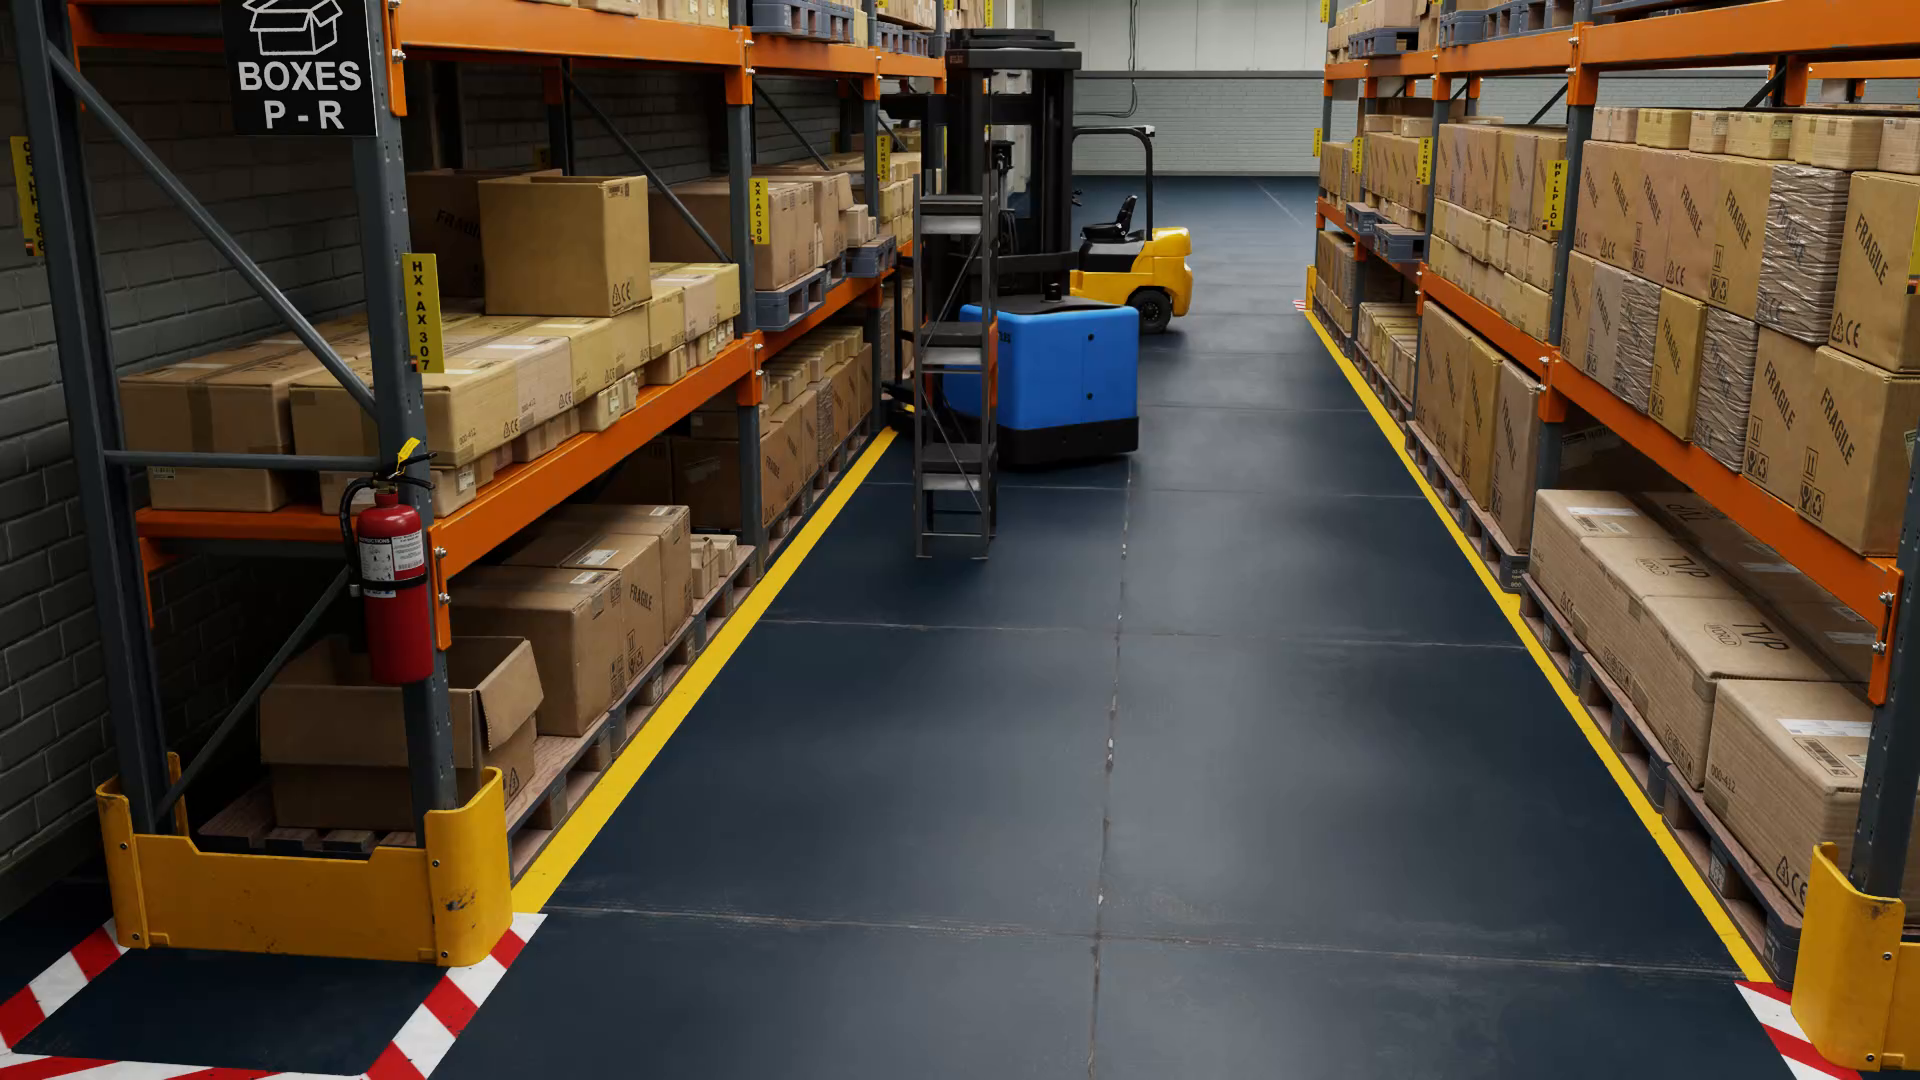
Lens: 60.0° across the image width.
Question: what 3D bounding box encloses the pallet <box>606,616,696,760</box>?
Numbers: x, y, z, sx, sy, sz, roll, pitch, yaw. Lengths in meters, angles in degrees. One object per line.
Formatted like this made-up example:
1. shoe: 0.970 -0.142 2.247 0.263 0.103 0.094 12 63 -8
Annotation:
1. pallet: -1.769 0.589 7.079 1.003 0.211 1.213 2 15 6

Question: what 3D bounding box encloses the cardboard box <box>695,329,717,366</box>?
1. cardboard box: -1.353 -0.905 7.743 0.380 0.149 0.250 2 15 8

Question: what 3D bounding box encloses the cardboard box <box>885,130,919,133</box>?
1. cardboard box: -0.654 -4.389 18.142 0.380 0.149 0.250 2 15 7

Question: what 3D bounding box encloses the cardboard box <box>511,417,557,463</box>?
1. cardboard box: -1.630 -0.371 5.770 0.380 0.149 0.250 2 15 8

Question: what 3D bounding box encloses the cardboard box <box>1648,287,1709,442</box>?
1. cardboard box: 2.883 -0.649 6.123 0.500 0.500 0.500 2 15 8

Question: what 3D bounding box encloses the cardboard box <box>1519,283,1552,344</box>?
1. cardboard box: 3.177 -1.159 8.488 0.500 0.250 0.500 1 15 5

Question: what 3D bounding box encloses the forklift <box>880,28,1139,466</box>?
1. forklift: 0.094 -2.256 12.392 1.130 2.935 3.031 -8 17 -29

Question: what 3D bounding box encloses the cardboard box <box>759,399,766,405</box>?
1. cardboard box: -1.296 -0.721 9.323 0.380 0.149 0.250 1 15 5

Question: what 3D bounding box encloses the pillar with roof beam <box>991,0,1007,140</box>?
1. pillar with roof beam: 5.133 -11.648 35.501 9.100 9.000 0.400 2 15 6

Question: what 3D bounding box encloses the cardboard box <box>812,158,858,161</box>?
1. cardboard box: -1.102 -3.275 14.592 0.380 0.149 0.250 2 15 6

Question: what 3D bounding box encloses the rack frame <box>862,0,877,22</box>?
1. rack frame: -1.104 -5.186 11.601 1.000 3.000 0.127 2 15 6

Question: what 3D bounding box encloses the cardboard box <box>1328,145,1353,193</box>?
1. cardboard box: 4.291 -4.030 18.058 0.500 0.500 0.500 1 15 5

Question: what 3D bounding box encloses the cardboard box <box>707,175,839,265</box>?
1. cardboard box: -1.131 -1.960 10.169 0.700 0.500 0.500 2 15 6

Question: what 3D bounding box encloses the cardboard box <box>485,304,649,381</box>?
1. cardboard box: -1.541 -0.792 6.560 0.500 0.250 0.500 1 15 5

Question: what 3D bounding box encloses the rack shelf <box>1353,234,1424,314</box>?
1. rack shelf: 4.054 -2.316 13.859 1.077 0.370 4.000 2 15 6

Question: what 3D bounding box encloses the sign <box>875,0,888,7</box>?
1. sign: -0.565 -3.971 11.864 0.100 0.325 0.005 2 15 6

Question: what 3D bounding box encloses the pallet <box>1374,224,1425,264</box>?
1. pallet: 3.803 -2.240 12.567 1.213 0.211 1.003 2 15 6

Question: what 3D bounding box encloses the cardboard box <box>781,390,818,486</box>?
1. cardboard box: -1.166 -0.635 10.248 0.500 0.500 0.500 1 15 5

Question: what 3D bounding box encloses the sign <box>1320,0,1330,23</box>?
1. sign: 4.192 -6.105 19.074 0.100 0.325 0.005 2 15 6

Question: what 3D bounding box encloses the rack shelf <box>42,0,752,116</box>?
1. rack shelf: -1.781 -1.834 6.331 1.077 0.370 4.000 2 15 6

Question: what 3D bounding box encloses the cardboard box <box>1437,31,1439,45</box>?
1. cardboard box: 3.675 -3.624 12.053 0.380 0.149 0.250 2 15 6

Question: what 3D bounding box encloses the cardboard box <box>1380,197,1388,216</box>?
1. cardboard box: 3.729 -2.792 13.919 0.380 0.149 0.250 2 15 8

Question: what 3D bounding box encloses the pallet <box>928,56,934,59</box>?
1. pallet: -0.442 -5.270 17.829 1.003 0.211 1.213 2 15 6

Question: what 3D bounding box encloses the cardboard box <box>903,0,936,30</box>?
1. cardboard box: -0.492 -4.788 15.052 0.500 0.311 0.500 1 15 4

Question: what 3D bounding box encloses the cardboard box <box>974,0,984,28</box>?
1. cardboard box: -0.009 -5.990 19.134 0.500 0.500 0.500 2 15 8

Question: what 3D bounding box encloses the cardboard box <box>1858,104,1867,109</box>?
1. cardboard box: 9.430 -4.033 16.474 0.875 0.550 0.550 2 15 6

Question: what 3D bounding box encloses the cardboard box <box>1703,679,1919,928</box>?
1. cardboard box: 2.901 0.790 5.097 0.875 0.438 0.875 1 15 4

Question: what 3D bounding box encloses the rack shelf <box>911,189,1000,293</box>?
1. rack shelf: -0.019 -1.633 9.050 0.431 0.518 0.480 2 15 6

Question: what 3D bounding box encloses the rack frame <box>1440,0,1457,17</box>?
1. rack frame: 3.829 -5.041 11.064 1.000 3.000 0.127 2 15 6

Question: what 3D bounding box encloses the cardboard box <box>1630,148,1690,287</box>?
1. cardboard box: 2.951 -1.258 6.462 0.500 0.500 0.500 2 15 7

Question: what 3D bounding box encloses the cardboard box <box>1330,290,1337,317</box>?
1. cardboard box: 4.192 -2.489 17.583 0.500 0.250 0.500 2 15 7

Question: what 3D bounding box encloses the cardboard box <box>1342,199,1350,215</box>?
1. cardboard box: 4.125 -3.417 17.033 0.380 0.149 0.250 1 15 5

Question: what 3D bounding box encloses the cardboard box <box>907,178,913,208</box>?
1. cardboard box: -0.644 -2.965 14.210 0.500 0.250 0.500 2 15 7

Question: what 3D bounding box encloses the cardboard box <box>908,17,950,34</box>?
1. cardboard box: -0.300 -5.013 16.192 0.380 0.149 0.250 2 15 7

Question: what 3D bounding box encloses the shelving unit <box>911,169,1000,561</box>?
1. shelving unit: -0.019 -0.971 9.229 0.431 2.100 0.503 2 15 6

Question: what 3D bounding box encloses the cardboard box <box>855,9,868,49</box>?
1. cardboard box: -0.921 -3.525 11.493 0.500 0.250 0.500 1 15 4

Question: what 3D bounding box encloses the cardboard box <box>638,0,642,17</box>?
1. cardboard box: -1.486 -2.147 6.590 0.380 0.149 0.250 2 15 7

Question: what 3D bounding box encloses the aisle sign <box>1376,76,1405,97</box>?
1. aisle sign: 5.026 -5.482 19.209 0.394 0.787 0.004 2 15 6

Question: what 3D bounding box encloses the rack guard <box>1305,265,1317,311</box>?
1. rack guard: 4.723 -2.993 19.774 1.175 0.500 0.348 2 15 6

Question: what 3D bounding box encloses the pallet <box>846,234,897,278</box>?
1. pallet: -1.111 -2.019 11.751 1.213 0.211 1.003 2 15 6

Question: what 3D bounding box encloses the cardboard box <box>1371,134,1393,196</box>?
1. cardboard box: 3.817 -3.206 14.205 0.500 0.500 0.500 2 15 6

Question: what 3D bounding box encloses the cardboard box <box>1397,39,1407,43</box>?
1. cardboard box: 4.062 -4.824 15.727 0.500 0.250 0.500 2 15 6

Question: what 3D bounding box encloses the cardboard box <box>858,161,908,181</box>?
1. cardboard box: -0.640 -3.060 13.799 0.380 0.149 0.250 2 15 7

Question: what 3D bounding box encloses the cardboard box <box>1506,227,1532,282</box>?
1. cardboard box: 3.234 -1.528 8.894 0.500 0.250 0.500 2 15 8

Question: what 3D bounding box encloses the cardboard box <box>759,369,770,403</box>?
1. cardboard box: -1.269 -0.859 9.265 0.380 0.149 0.250 1 15 4

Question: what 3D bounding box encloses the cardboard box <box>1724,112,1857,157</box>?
1. cardboard box: 2.905 -1.413 5.791 0.380 0.149 0.250 2 15 8

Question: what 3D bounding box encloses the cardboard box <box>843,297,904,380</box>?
1. cardboard box: -0.954 -1.677 13.864 0.875 0.625 0.625 2 15 8

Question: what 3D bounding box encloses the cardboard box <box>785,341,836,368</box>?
1. cardboard box: -1.056 -1.258 11.308 0.380 0.149 0.250 2 15 8

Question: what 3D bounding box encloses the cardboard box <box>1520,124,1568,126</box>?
1. cardboard box: 4.030 -2.534 11.179 0.500 0.500 0.500 1 15 5

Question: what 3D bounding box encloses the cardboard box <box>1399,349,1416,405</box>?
1. cardboard box: 3.902 -1.225 12.676 0.950 0.372 0.625 1 15 2

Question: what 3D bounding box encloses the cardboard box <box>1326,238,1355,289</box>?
1. cardboard box: 4.244 -2.984 17.978 0.500 0.500 0.500 2 15 7

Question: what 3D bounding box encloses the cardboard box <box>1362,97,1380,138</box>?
1. cardboard box: 4.826 -4.624 18.340 0.700 0.500 0.500 2 15 7
